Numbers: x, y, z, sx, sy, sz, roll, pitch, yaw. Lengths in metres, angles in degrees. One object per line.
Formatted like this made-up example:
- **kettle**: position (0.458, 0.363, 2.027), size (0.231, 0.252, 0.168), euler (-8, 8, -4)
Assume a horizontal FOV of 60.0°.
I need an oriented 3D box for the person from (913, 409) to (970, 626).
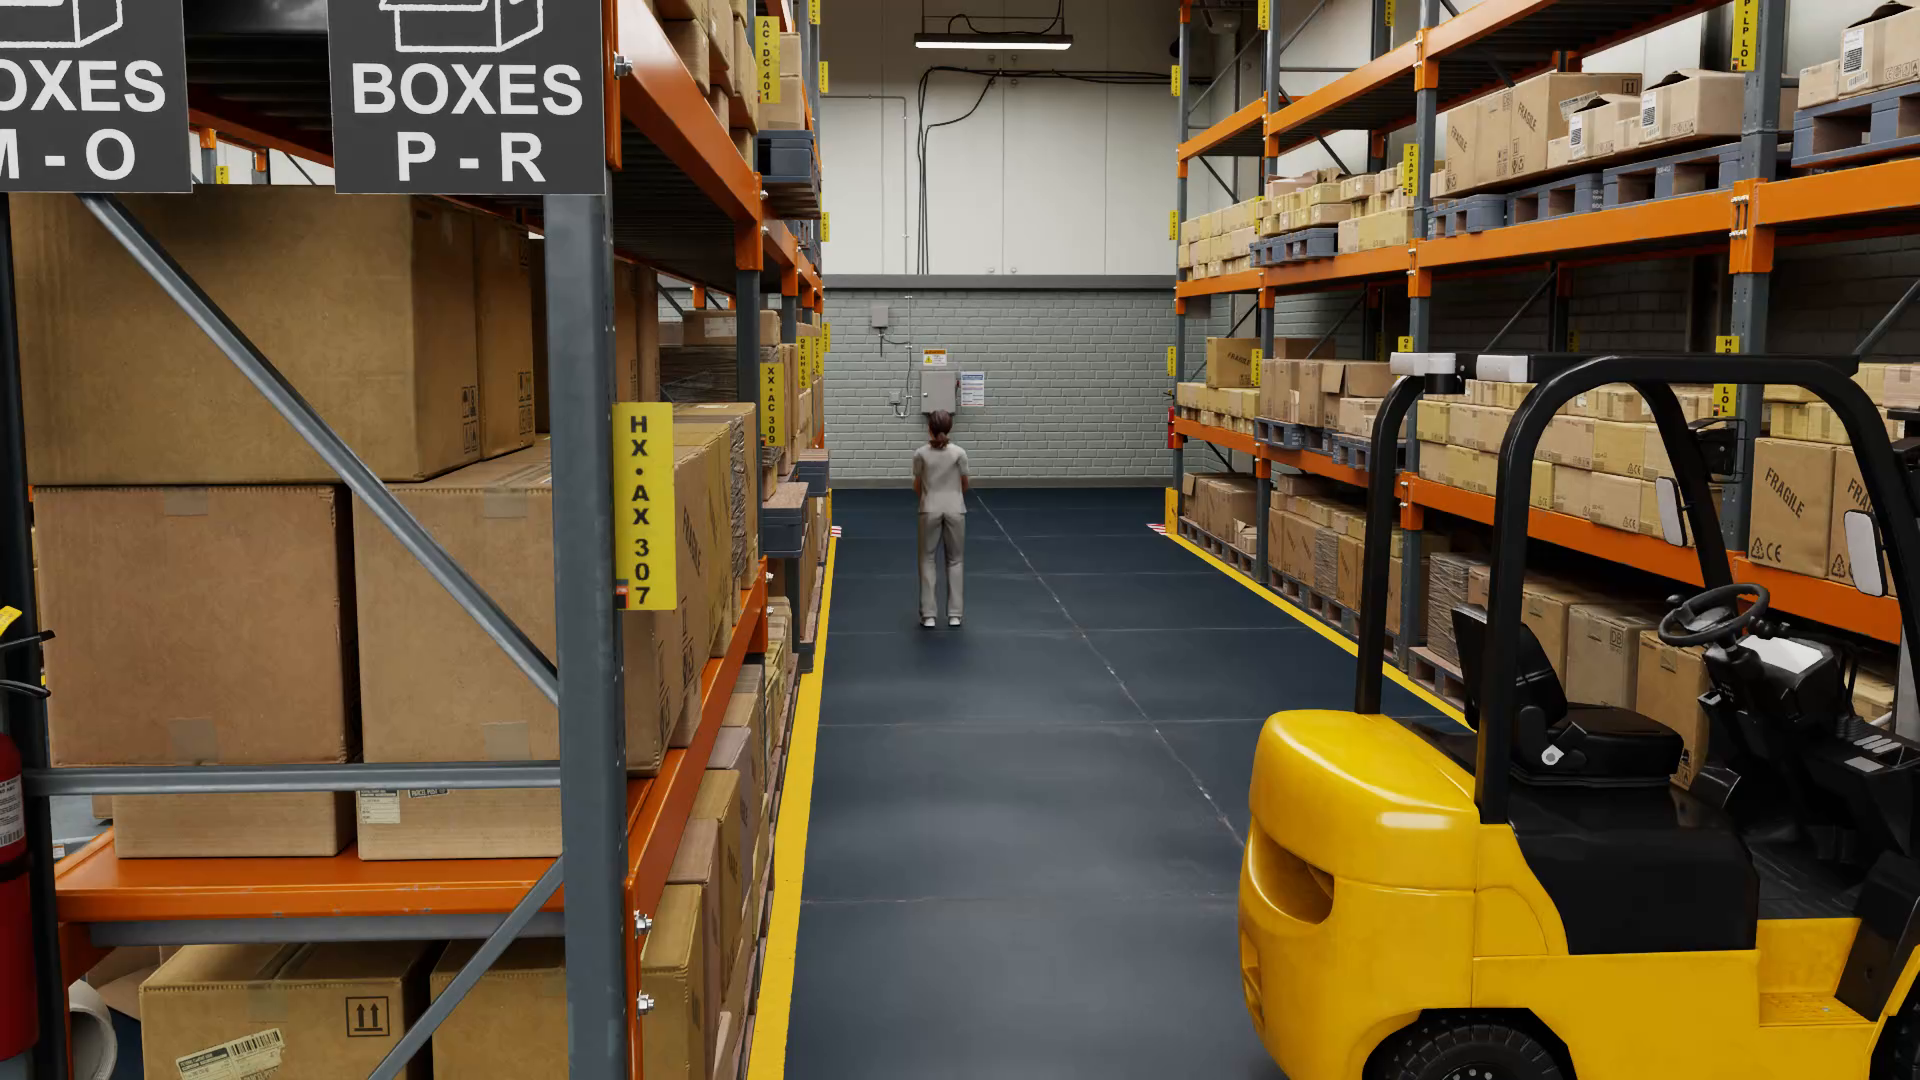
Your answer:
- **person**: position (-0.146, -0.176, 12.757), size (0.437, 1.662, 0.555), euler (0, 7, -3)
